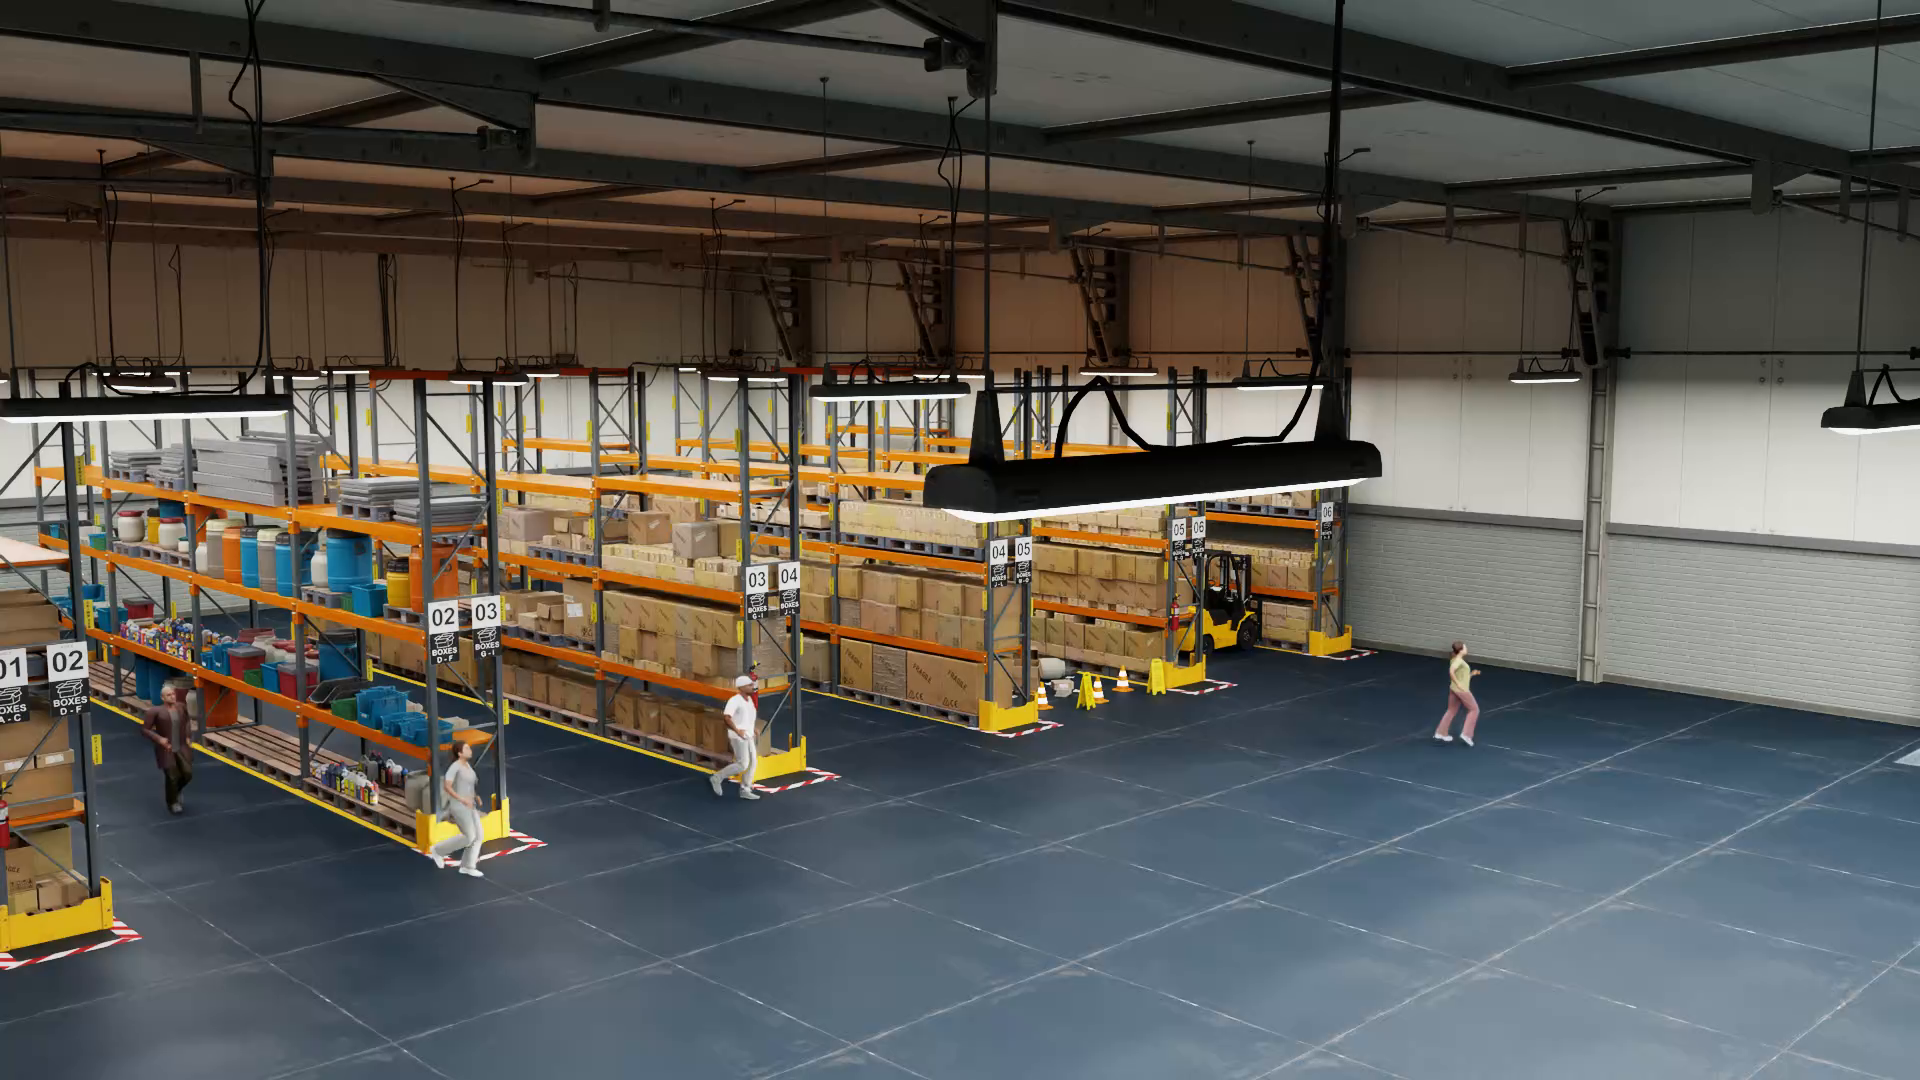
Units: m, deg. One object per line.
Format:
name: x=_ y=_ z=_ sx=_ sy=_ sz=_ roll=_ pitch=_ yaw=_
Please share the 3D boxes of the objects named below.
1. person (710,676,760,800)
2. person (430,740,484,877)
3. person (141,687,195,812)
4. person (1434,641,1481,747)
person: x=-3.141 y=2.799 z=23.764 sx=0.724 sy=1.722 sz=0.750 roll=2 pitch=7 yaw=14
person: x=-6.096 y=3.256 z=20.261 sx=0.640 sy=1.650 sz=0.576 roll=0 pitch=6 yaw=4
person: x=-10.875 y=2.889 z=22.917 sx=0.630 sy=1.730 sz=0.716 roll=5 pitch=8 yaw=40
person: x=8.037 y=2.480 z=26.817 sx=0.723 sy=1.721 sz=0.543 roll=-1 pitch=6 yaw=-6
